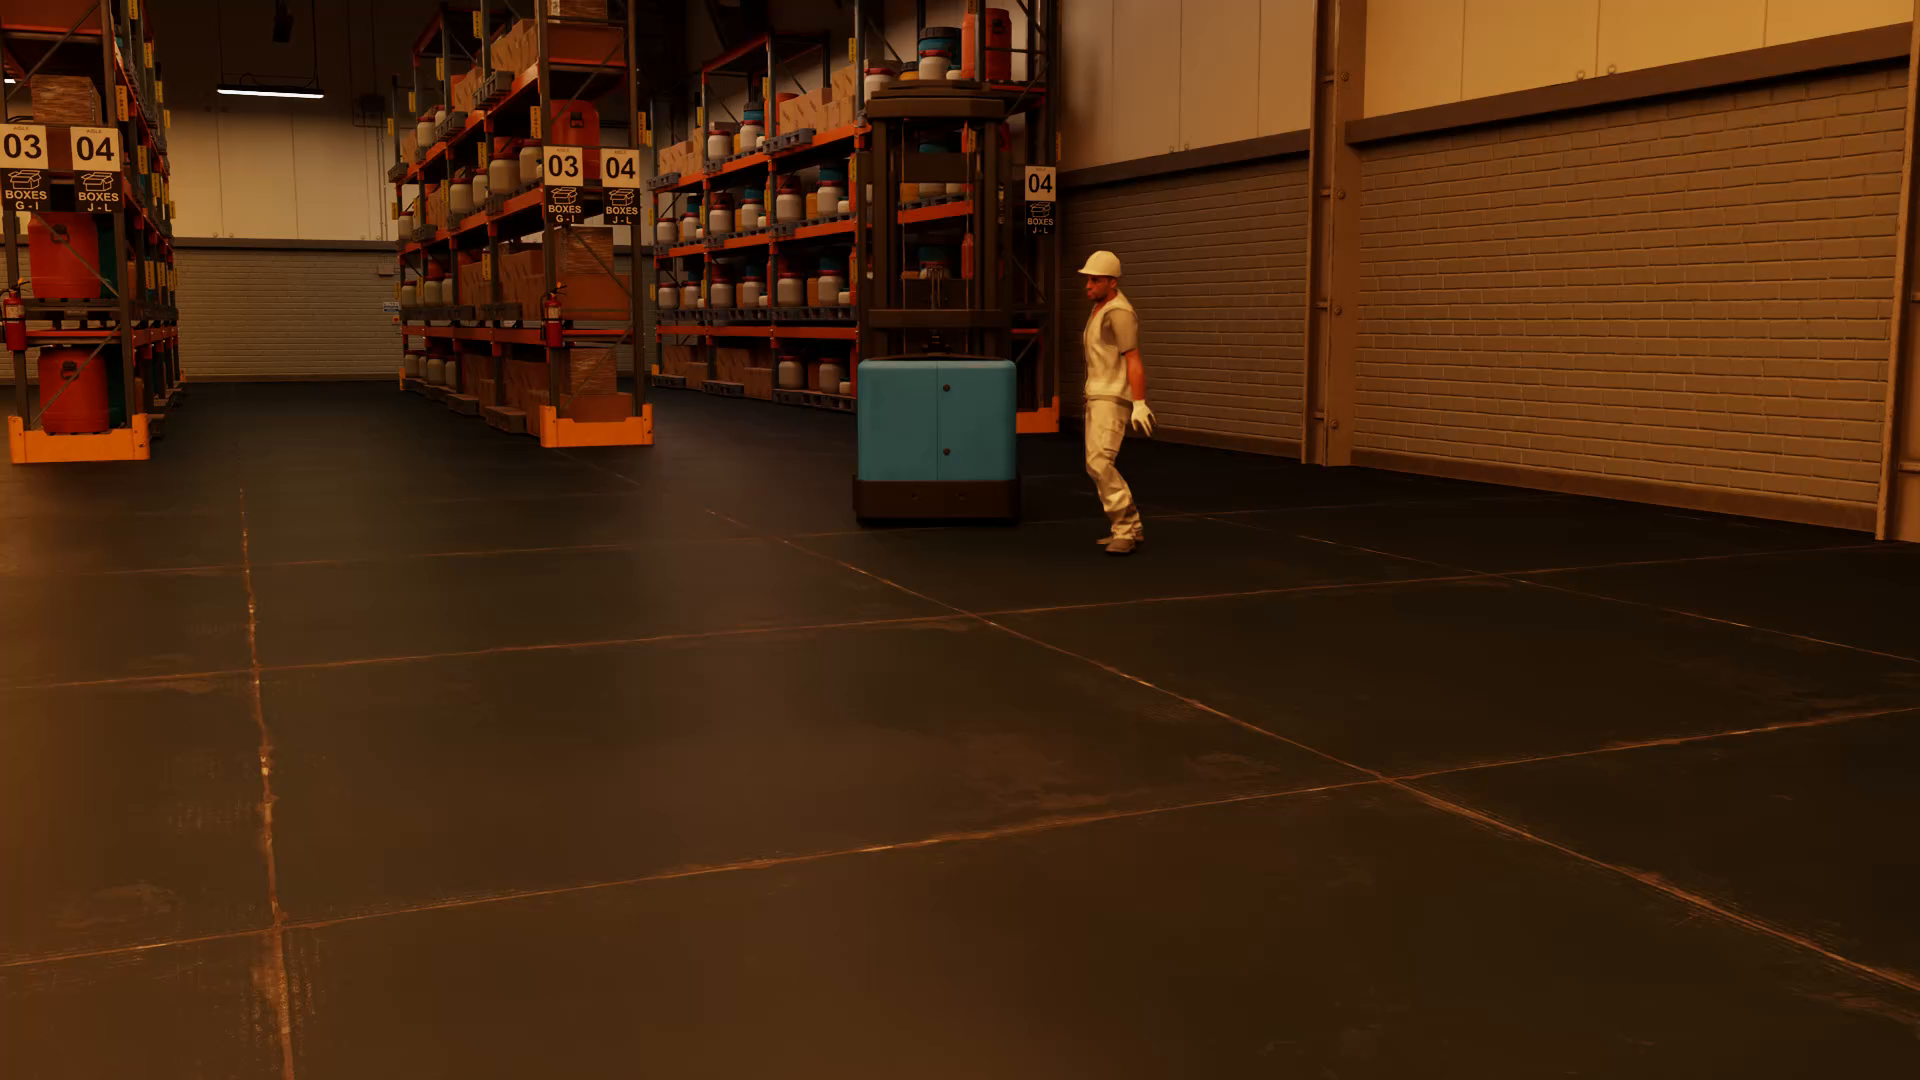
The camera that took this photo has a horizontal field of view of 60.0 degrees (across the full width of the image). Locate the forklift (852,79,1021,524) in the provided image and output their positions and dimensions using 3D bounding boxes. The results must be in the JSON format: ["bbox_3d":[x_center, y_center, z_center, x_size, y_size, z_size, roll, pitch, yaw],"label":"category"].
[{"bbox_3d":[-0.182,-1.721,11.994,1.130,2.935,3.031,0,8,-1],"label":"forklift"}]

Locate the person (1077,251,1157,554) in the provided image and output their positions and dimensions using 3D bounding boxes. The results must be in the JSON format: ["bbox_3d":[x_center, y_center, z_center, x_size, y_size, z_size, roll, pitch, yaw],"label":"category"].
[{"bbox_3d":[0.893,-0.808,9.777,0.464,1.750,0.887,-1,8,-6],"label":"person"}]
